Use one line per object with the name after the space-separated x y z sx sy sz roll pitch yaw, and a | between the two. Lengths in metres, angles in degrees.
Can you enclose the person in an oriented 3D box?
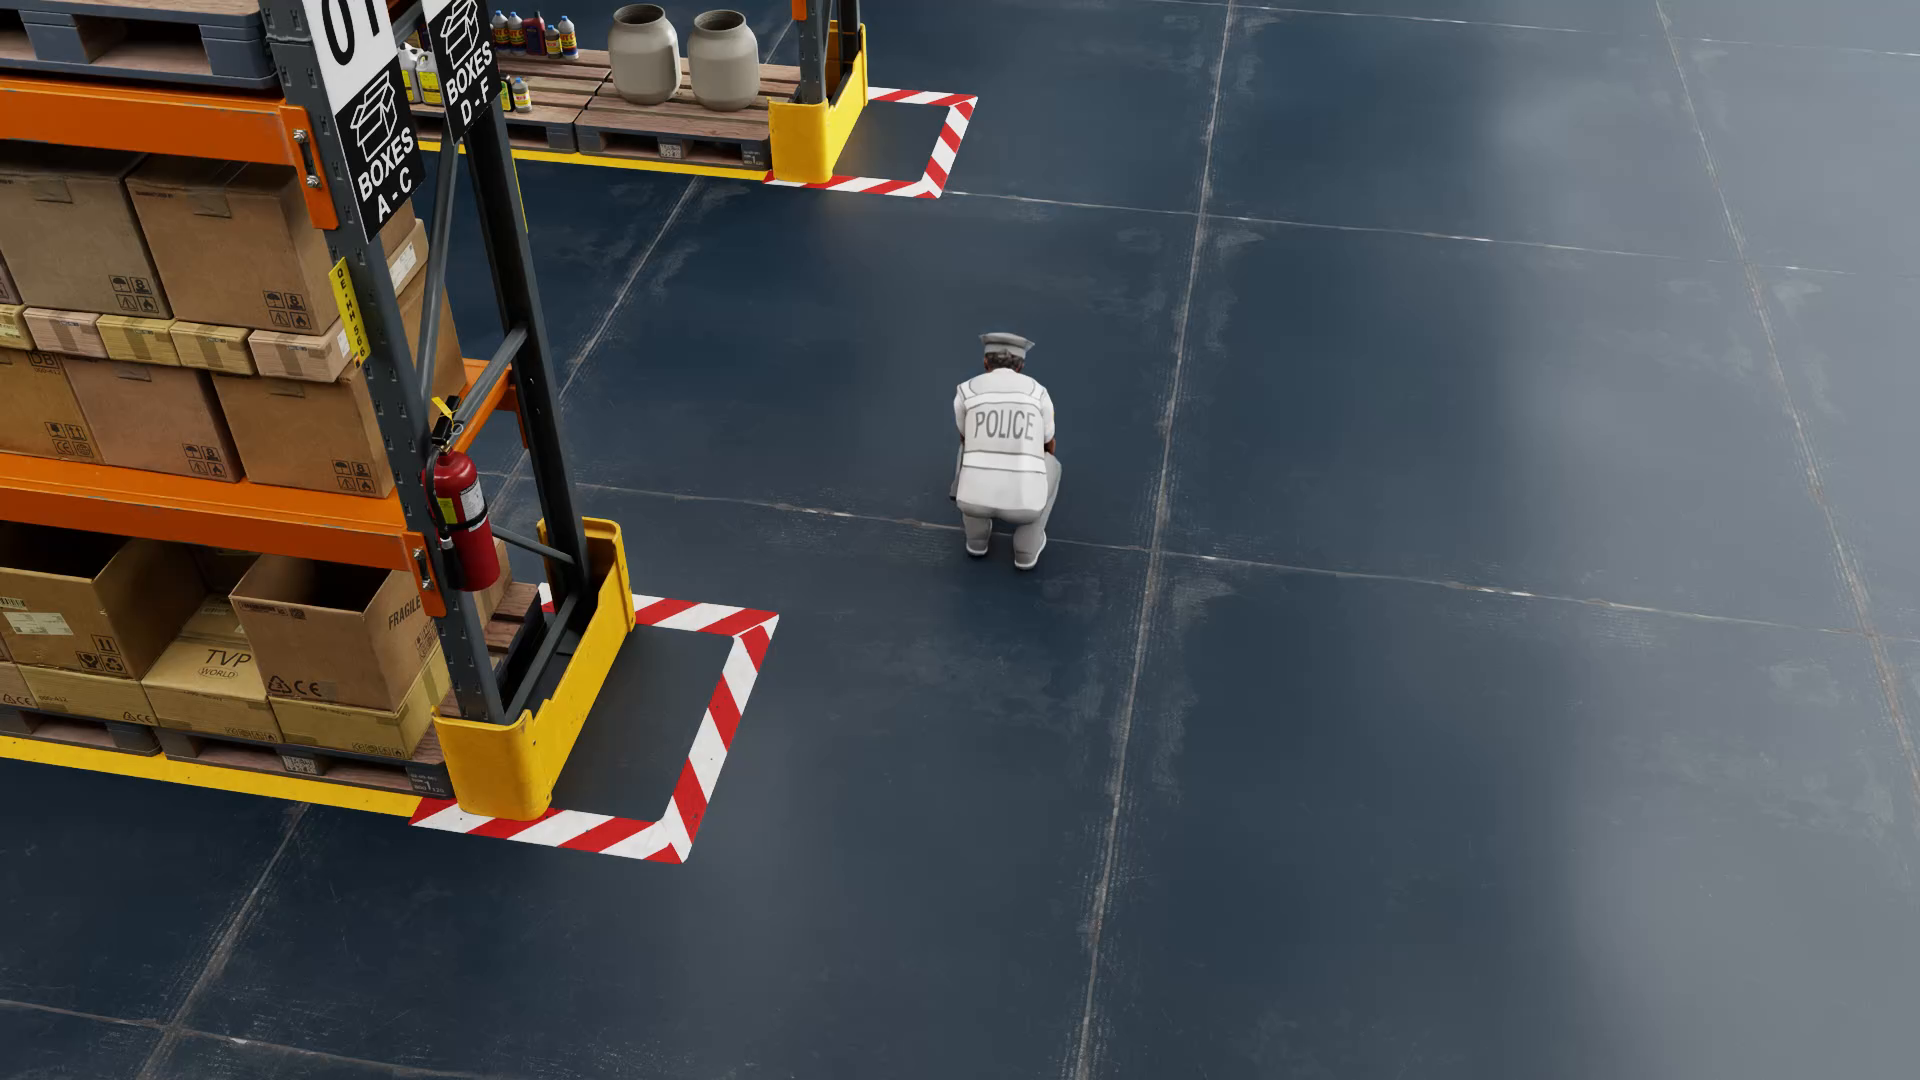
0.199 -0.383 7.221 0.482 0.865 0.866 7 41 8 | person
